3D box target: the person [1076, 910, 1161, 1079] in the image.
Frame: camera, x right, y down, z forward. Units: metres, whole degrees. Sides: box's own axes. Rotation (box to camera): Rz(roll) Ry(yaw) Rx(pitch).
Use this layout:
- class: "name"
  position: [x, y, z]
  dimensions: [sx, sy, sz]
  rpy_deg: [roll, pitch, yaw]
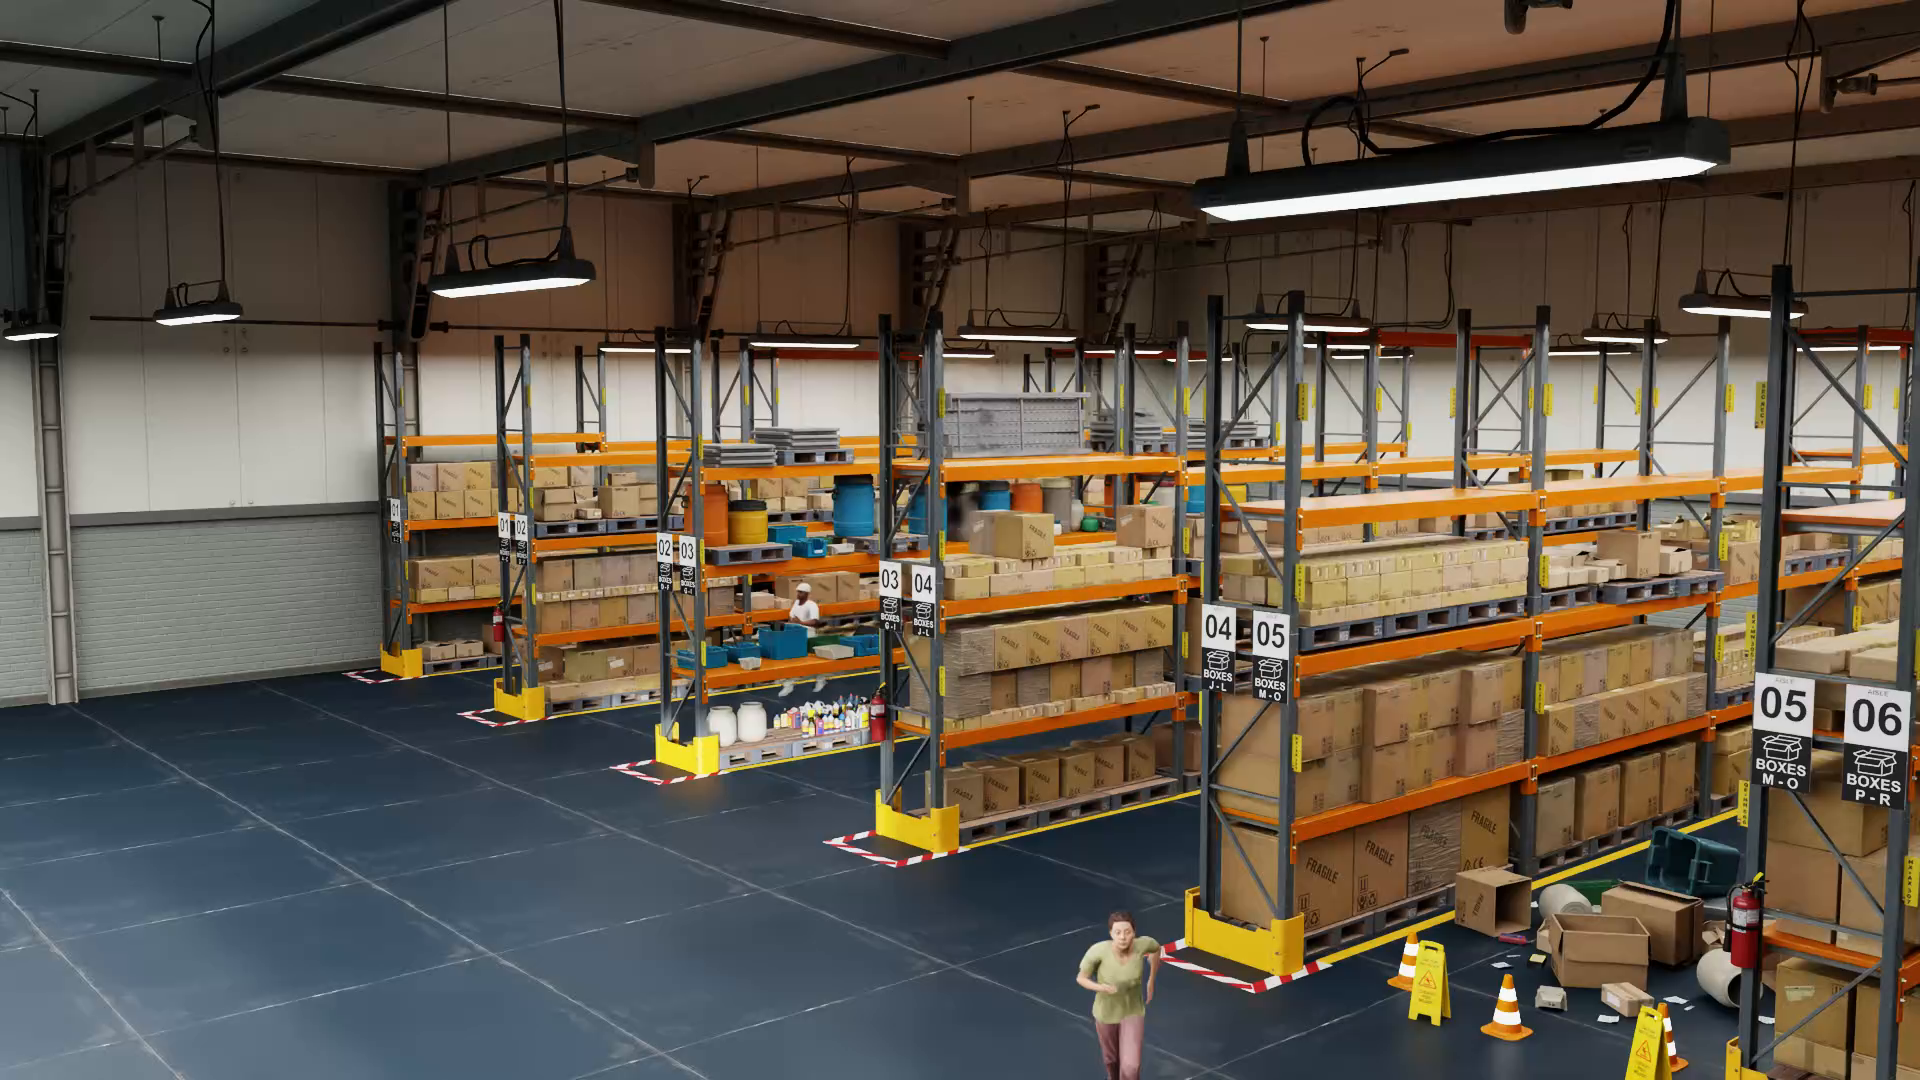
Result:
- class: "person"
  position: [1.098, 3.310, 11.503]
  dimensions: [0.574, 1.672, 0.923]
  rpy_deg: [1, 5, 7]

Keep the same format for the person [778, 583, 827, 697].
- class: "person"
  position: [-2.533, 1.578, 26.670]
  dimensions: [0.693, 1.785, 0.905]
  rpy_deg: [4, 7, 40]
